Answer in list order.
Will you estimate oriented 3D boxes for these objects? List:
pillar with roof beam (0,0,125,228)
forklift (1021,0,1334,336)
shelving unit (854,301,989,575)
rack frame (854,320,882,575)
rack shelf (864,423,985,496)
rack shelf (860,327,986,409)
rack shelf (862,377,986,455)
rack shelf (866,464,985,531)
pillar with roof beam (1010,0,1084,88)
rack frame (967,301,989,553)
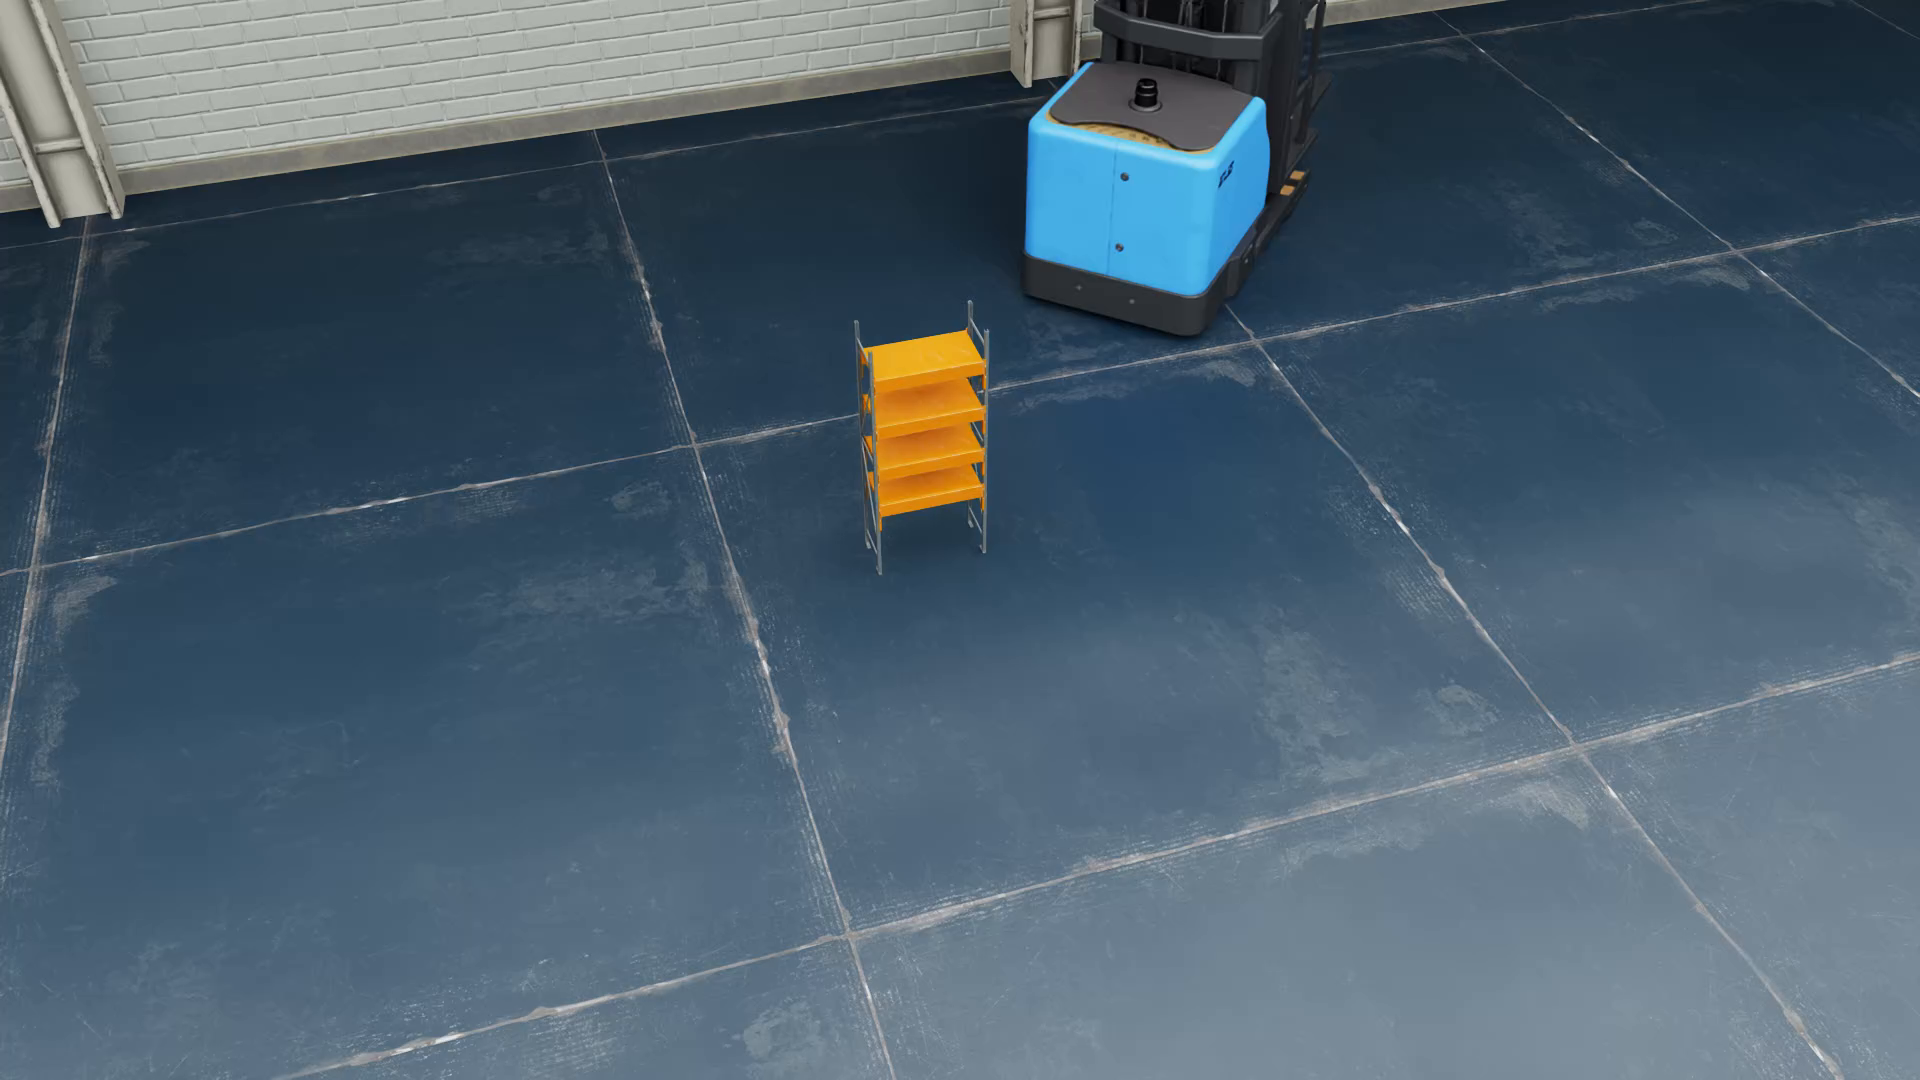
[{"bbox_3d":[-3.863,-2.638,3.779,0.400,9.000,9.100,-12,42,-13],"label":"pillar with roof beam"},{"bbox_3d":[1.434,-3.142,8.968,1.130,2.935,3.031,18,44,19],"label":"forklift"},{"bbox_3d":[-0.158,-0.419,7.167,0.503,1.200,0.258,-12,42,-13],"label":"shelving unit"},{"bbox_3d":[-0.391,-0.371,7.112,0.015,1.200,0.240,-12,42,-13],"label":"rack frame"},{"bbox_3d":[-0.158,-0.368,7.212,0.480,0.148,0.258,-12,42,-13],"label":"rack shelf"},{"bbox_3d":[-0.158,-0.715,6.909,0.480,0.148,0.258,-12,42,-13],"label":"rack shelf"},{"bbox_3d":[-0.158,-0.537,7.064,0.480,0.148,0.258,-12,42,-13],"label":"rack shelf"},{"bbox_3d":[-0.158,-0.219,7.342,0.480,0.148,0.258,-12,42,-13],"label":"rack shelf"},{"bbox_3d":[1.860,-3.824,5.137,0.400,9.000,9.100,-12,42,-13],"label":"pillar with roof beam"},{"bbox_3d":[0.075,-0.467,7.223,0.015,1.200,0.240,-12,42,-13],"label":"rack frame"}]
